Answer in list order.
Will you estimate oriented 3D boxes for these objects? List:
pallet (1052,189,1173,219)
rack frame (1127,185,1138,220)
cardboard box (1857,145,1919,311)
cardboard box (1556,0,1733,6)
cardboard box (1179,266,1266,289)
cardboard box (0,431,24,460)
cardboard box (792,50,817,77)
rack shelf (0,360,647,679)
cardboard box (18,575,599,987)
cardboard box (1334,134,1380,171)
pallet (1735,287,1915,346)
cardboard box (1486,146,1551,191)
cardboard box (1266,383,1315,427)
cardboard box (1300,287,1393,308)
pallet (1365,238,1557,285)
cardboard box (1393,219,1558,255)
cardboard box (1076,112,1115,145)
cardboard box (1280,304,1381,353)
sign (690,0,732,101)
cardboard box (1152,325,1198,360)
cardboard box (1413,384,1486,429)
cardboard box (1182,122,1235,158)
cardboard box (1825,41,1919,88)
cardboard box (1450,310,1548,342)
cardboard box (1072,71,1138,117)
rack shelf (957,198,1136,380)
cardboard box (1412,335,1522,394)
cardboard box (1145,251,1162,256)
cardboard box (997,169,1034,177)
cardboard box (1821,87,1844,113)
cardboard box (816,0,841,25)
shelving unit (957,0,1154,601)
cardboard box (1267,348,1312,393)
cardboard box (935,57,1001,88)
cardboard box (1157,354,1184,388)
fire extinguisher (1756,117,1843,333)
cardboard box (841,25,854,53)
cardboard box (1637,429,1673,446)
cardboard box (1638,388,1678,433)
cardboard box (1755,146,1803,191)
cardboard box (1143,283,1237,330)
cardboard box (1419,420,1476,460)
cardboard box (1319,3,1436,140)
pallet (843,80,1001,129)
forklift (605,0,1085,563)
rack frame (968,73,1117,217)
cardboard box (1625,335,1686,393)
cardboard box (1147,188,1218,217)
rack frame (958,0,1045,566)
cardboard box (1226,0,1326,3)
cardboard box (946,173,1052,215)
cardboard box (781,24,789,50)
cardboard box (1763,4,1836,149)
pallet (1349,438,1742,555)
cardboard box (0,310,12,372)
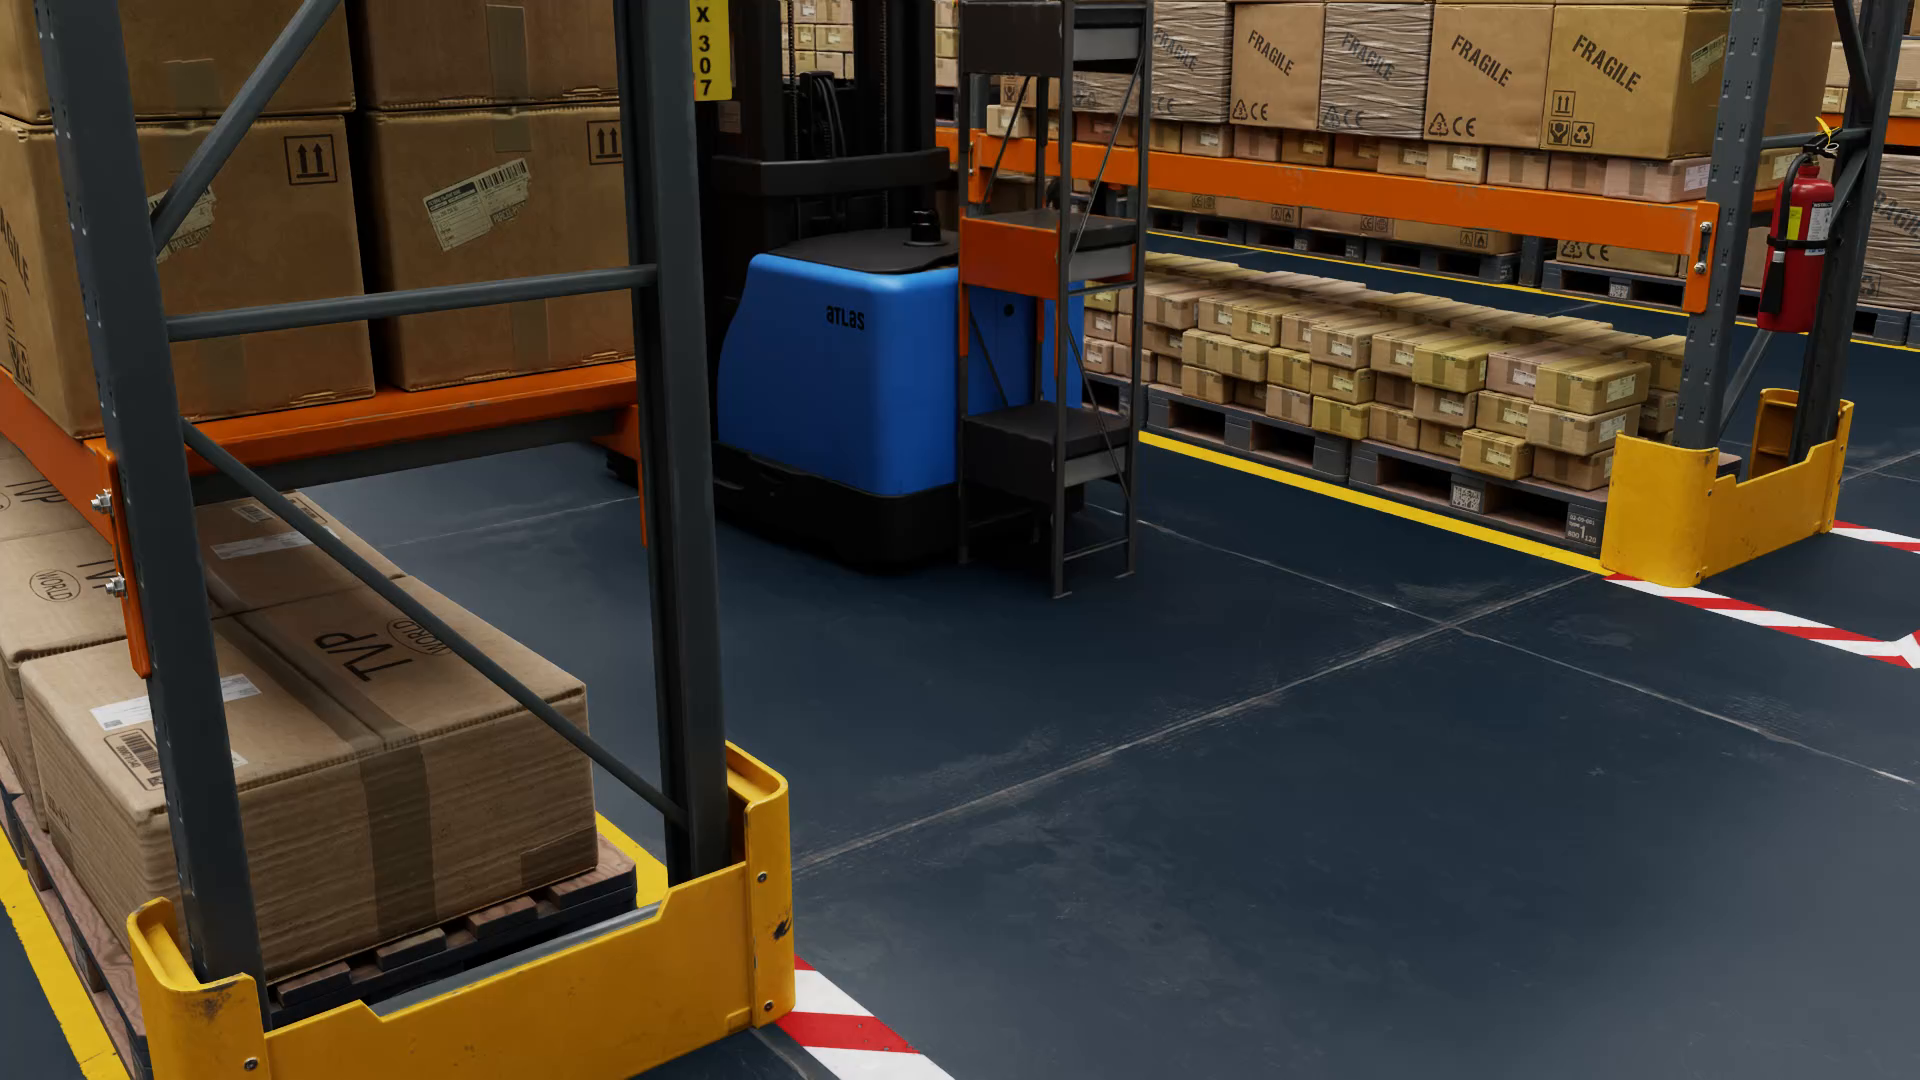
[{"bbox_3d":[1.423,-3.166,15.589,1.003,0.211,1.213,-14,23,-36],"label":"pallet"},{"bbox_3d":[1.907,-4.297,14.569,1.000,3.000,0.127,-14,23,-36],"label":"rack frame"},{"bbox_3d":[5.849,-1.883,9.989,0.875,0.875,0.875,-14,23,-36],"label":"cardboard box"},{"bbox_3d":[2.444,-2.110,5.741,0.500,0.500,0.500,-15,23,-37],"label":"cardboard box"},{"bbox_3d":[1.314,-1.266,8.334,0.380,0.149,0.250,-13,22,-34],"label":"cardboard box"},{"bbox_3d":[-3.073,-0.185,5.557,0.875,0.438,0.875,-14,23,-37],"label":"cardboard box"},{"bbox_3d":[-0.774,-2.828,9.863,0.380,0.149,0.250,-13,22,-34],"label":"cardboard box"},{"bbox_3d":[-2.136,-0.543,4.376,1.077,0.370,4.000,-14,23,-36],"label":"rack shelf"},{"bbox_3d":[-1.383,0.482,3.543,0.875,0.438,0.875,-15,23,-38],"label":"cardboard box"},{"bbox_3d":[1.768,-1.623,6.893,0.380,0.149,0.250,-15,24,-38],"label":"cardboard box"},{"bbox_3d":[5.563,-1.484,10.510,1.003,0.211,1.213,-14,23,-36],"label":"pallet"},{"bbox_3d":[2.206,-1.416,6.267,0.380,0.149,0.250,-14,23,-37],"label":"cardboard box"},{"bbox_3d":[1.572,-0.624,7.341,0.380,0.149,0.250,-13,23,-35],"label":"cardboard box"},{"bbox_3d":[1.800,-1.070,7.744,0.380,0.149,0.250,-14,23,-36],"label":"cardboard box"},{"bbox_3d":[3.852,-2.163,12.560,1.003,0.211,1.213,-14,23,-36],"label":"pallet"},{"bbox_3d":[3.977,-2.656,12.324,1.225,0.875,0.875,-14,23,-36],"label":"cardboard box"},{"bbox_3d":[0.784,-2.011,8.063,0.380,0.149,0.250,-15,24,-38],"label":"cardboard box"},{"bbox_3d":[1.626,-0.923,7.297,0.380,0.149,0.250,-15,23,-38],"label":"cardboard box"},{"bbox_3d":[-0.456,-0.947,2.948,0.100,0.325,0.005,-14,23,-36],"label":"sign"},{"bbox_3d":[1.138,-0.967,7.904,0.380,0.149,0.250,-13,22,-34],"label":"cardboard box"},{"bbox_3d":[2.047,-0.572,6.713,0.380,0.149,0.250,-15,24,-38],"label":"cardboard box"},{"bbox_3d":[1.214,-1.801,7.428,0.380,0.149,0.250,-13,22,-34],"label":"cardboard box"},{"bbox_3d":[5.408,-2.842,9.938,0.500,0.250,0.500,-14,23,-36],"label":"cardboard box"},{"bbox_3d":[2.324,-0.883,7.179,0.380,0.149,0.250,-15,24,-39],"label":"cardboard box"},{"bbox_3d":[0.862,-2.265,7.800,0.500,0.500,0.500,-14,23,-36],"label":"cardboard box"},{"bbox_3d":[0.310,-0.874,5.704,0.431,0.518,0.480,-16,24,-39],"label":"rack shelf"},{"bbox_3d":[2.024,-0.704,6.639,0.380,0.149,0.250,-15,23,-37],"label":"cardboard box"},{"bbox_3d":[0.864,-1.460,8.921,0.380,0.149,0.250,-13,22,-35],"label":"cardboard box"},{"bbox_3d":[0.763,-3.753,16.202,0.700,0.500,0.500,-12,22,-32],"label":"cardboard box"},{"bbox_3d":[5.282,-2.671,10.056,0.380,0.149,0.250,-15,23,-38],"label":"cardboard box"},{"bbox_3d":[-0.602,-3.048,9.580,0.380,0.149,0.250,-15,23,-38],"label":"cardboard box"},{"bbox_3d":[0.310,-0.887,5.700,0.431,2.100,0.503,-16,24,-39],"label":"shelving unit"},{"bbox_3d":[1.571,-0.764,7.292,0.380,0.149,0.250,-13,22,-33],"label":"cardboard box"},{"bbox_3d":[0.038,-2.508,8.896,0.380,0.149,0.250,-15,23,-37],"label":"cardboard box"},{"bbox_3d":[1.165,-0.833,7.974,0.380,0.149,0.250,-15,24,-38],"label":"cardboard box"},{"bbox_3d":[2.717,-1.017,5.378,0.296,0.674,0.183,-14,23,-36],"label":"fire extinguisher"},{"bbox_3d":[-0.452,-2.842,9.433,0.380,0.149,0.250,-15,23,-38],"label":"cardboard box"},{"bbox_3d":[2.849,-0.420,6.728,0.380,0.149,0.250,-13,23,-35],"label":"cardboard box"},{"bbox_3d":[2.799,-0.549,6.644,0.380,0.149,0.250,-13,22,-34],"label":"cardboard box"},{"bbox_3d":[2.979,-1.407,6.241,0.380,0.149,0.250,-14,23,-37],"label":"cardboard box"},{"bbox_3d":[1.085,-1.101,7.836,0.380,0.149,0.250,-13,23,-35],"label":"cardboard box"},{"bbox_3d":[2.097,-0.443,6.797,0.380,0.149,0.250,-14,23,-36],"label":"cardboard box"},{"bbox_3d":[1.804,-1.883,6.645,0.500,0.500,0.500,-14,23,-36],"label":"cardboard box"},{"bbox_3d":[0.079,-2.494,9.428,1.003,0.211,1.213,-14,23,-36],"label":"pallet"},{"bbox_3d":[-0.870,-1.698,6.827,1.130,2.935,3.031,-16,24,-39],"label":"forklift"},{"bbox_3d":[0.439,-2.369,8.744,1.000,3.000,0.127,-14,23,-36],"label":"rack frame"},{"bbox_3d":[2.864,-0.707,6.646,0.380,0.149,0.250,-15,24,-39],"label":"cardboard box"},{"bbox_3d":[2.319,-3.314,14.311,1.225,0.875,0.875,-15,24,-39],"label":"cardboard box"},{"bbox_3d":[0.147,-0.944,5.873,0.400,2.100,0.015,-16,24,-39],"label":"rack frame"},{"bbox_3d":[1.468,-2.491,6.892,0.500,0.500,0.500,-15,23,-38],"label":"cardboard box"},{"bbox_3d":[0.188,-1.971,9.658,0.500,0.250,0.500,-15,24,-38],"label":"cardboard box"},{"bbox_3d":[-0.930,-3.034,10.013,0.380,0.149,0.250,-13,22,-34],"label":"cardboard box"},{"bbox_3d":[2.861,-1.736,6.201,0.500,0.500,0.500,-13,22,-34],"label":"cardboard box"},{"bbox_3d":[2.399,-0.285,6.887,1.003,0.211,1.213,-14,23,-36],"label":"pallet"},{"bbox_3d":[-1.701,-0.633,3.344,0.500,0.500,0.500,-15,23,-37],"label":"cardboard box"}]
